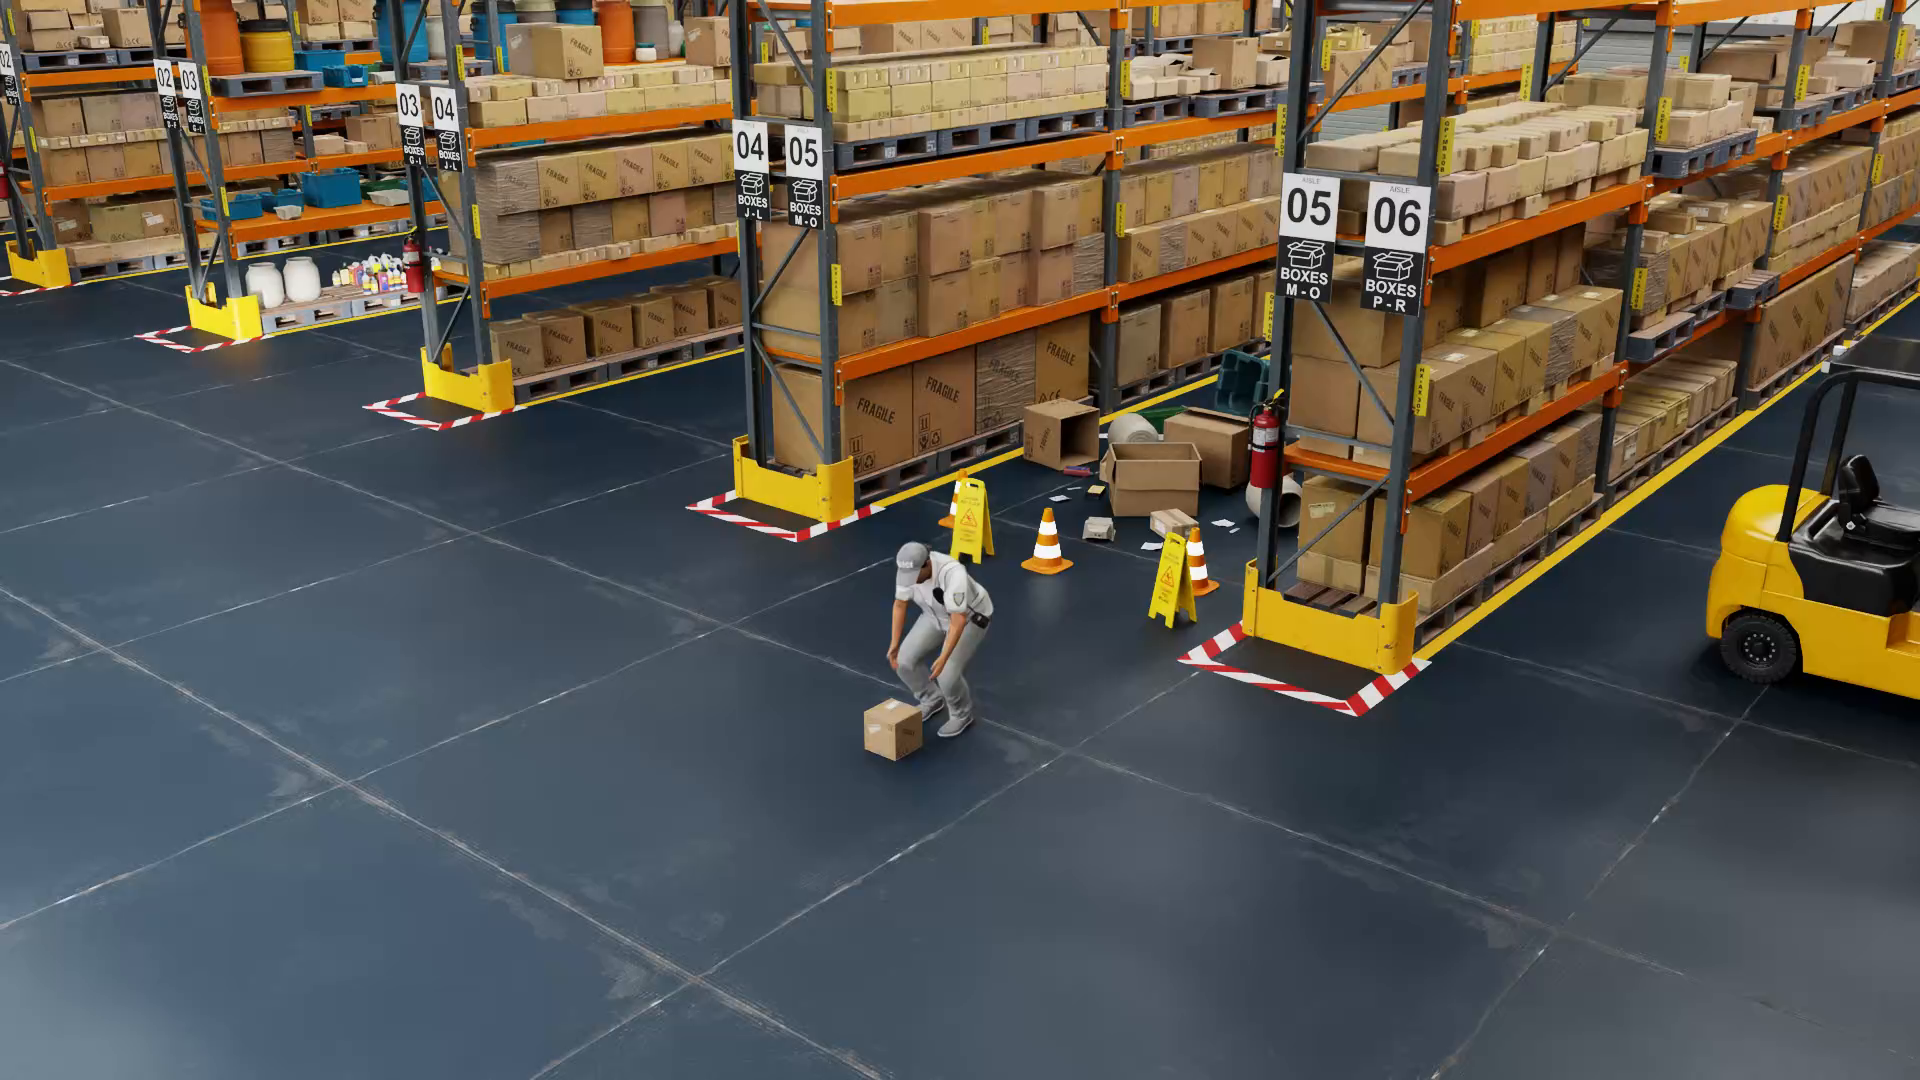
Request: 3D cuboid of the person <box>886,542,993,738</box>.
[{"bbox_3d":[-0.119,0.555,10.122,0.537,1.294,0.773,16,26,37],"label":"person"}]
